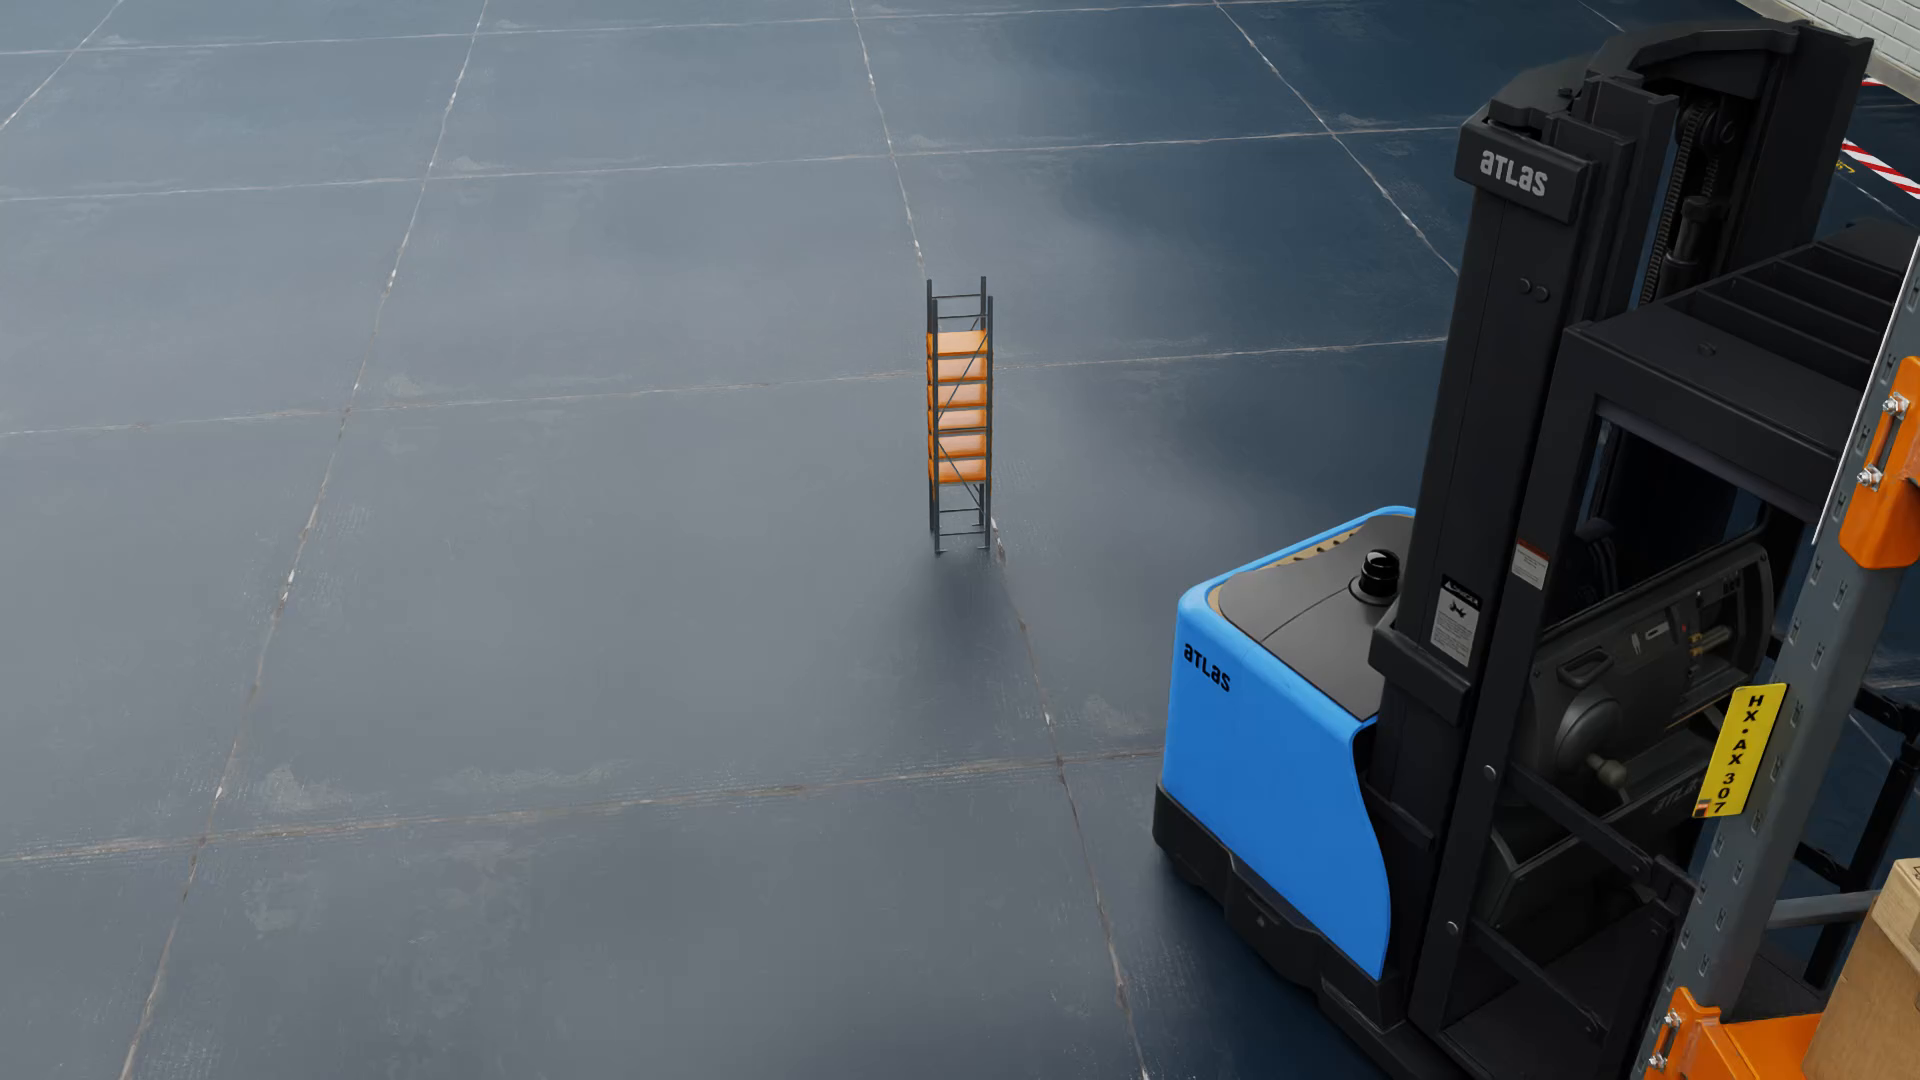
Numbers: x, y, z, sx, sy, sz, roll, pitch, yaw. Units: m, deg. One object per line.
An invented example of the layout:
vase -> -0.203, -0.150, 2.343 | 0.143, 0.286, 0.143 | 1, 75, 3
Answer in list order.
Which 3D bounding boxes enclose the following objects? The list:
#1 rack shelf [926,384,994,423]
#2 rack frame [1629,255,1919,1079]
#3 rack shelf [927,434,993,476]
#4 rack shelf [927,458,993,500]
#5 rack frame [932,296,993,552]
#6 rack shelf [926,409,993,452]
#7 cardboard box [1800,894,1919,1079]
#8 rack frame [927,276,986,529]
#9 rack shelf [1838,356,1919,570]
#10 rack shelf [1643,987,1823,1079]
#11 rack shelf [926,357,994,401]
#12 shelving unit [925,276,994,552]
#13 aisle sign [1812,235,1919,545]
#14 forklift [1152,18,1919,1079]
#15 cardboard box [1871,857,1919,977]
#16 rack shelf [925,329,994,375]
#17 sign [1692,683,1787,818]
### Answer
rack shelf -> -0.002, -0.566, 6.881 | 0.258, 0.103, 0.180 | -4, 35, -6
rack frame -> 2.031, 0.755, 3.479 | 0.949, 2.616, 0.053 | -4, 35, -6
rack shelf -> -0.002, -0.368, 7.017 | 0.258, 0.103, 0.180 | -4, 35, -6
rack shelf -> -0.002, -0.269, 7.084 | 0.258, 0.103, 0.180 | -4, 35, -6
rack frame -> 0.010, -0.453, 6.849 | 0.240, 1.200, 0.006 | -4, 35, -6
rack shelf -> -0.002, -0.467, 6.949 | 0.258, 0.103, 0.180 | -4, 35, -6
cardboard box -> 2.078, 0.975, 3.067 | 0.700, 0.500, 0.500 | -4, 35, -6
rack frame -> -0.014, -0.555, 6.999 | 0.240, 1.200, 0.006 | -4, 35, -6
rack shelf -> 2.297, 0.929, 1.199 | 1.077, 0.370, 4.000 | -4, 35, -6
rack shelf -> 2.297, 2.168, 2.043 | 1.077, 0.370, 4.000 | -4, 35, -6
rack shelf -> -0.002, -0.665, 6.814 | 0.258, 0.103, 0.180 | -4, 35, -6
shelving unit -> -0.002, -0.504, 6.924 | 0.258, 1.200, 0.189 | -4, 35, -6
aisle sign -> 1.715, -0.333, 2.766 | 0.394, 0.787, 0.004 | -4, 35, -6
forklift -> 1.884, 0.381, 4.089 | 1.130, 2.935, 3.031 | -20, 39, -27
cardboard box -> 1.867, 0.681, 2.922 | 0.380, 0.149, 0.250 | -5, 35, -7
rack shelf -> -0.002, -0.765, 6.746 | 0.258, 0.103, 0.180 | -4, 35, -6
sign -> 1.477, 0.403, 3.156 | 0.100, 0.325, 0.005 | -4, 35, -6
